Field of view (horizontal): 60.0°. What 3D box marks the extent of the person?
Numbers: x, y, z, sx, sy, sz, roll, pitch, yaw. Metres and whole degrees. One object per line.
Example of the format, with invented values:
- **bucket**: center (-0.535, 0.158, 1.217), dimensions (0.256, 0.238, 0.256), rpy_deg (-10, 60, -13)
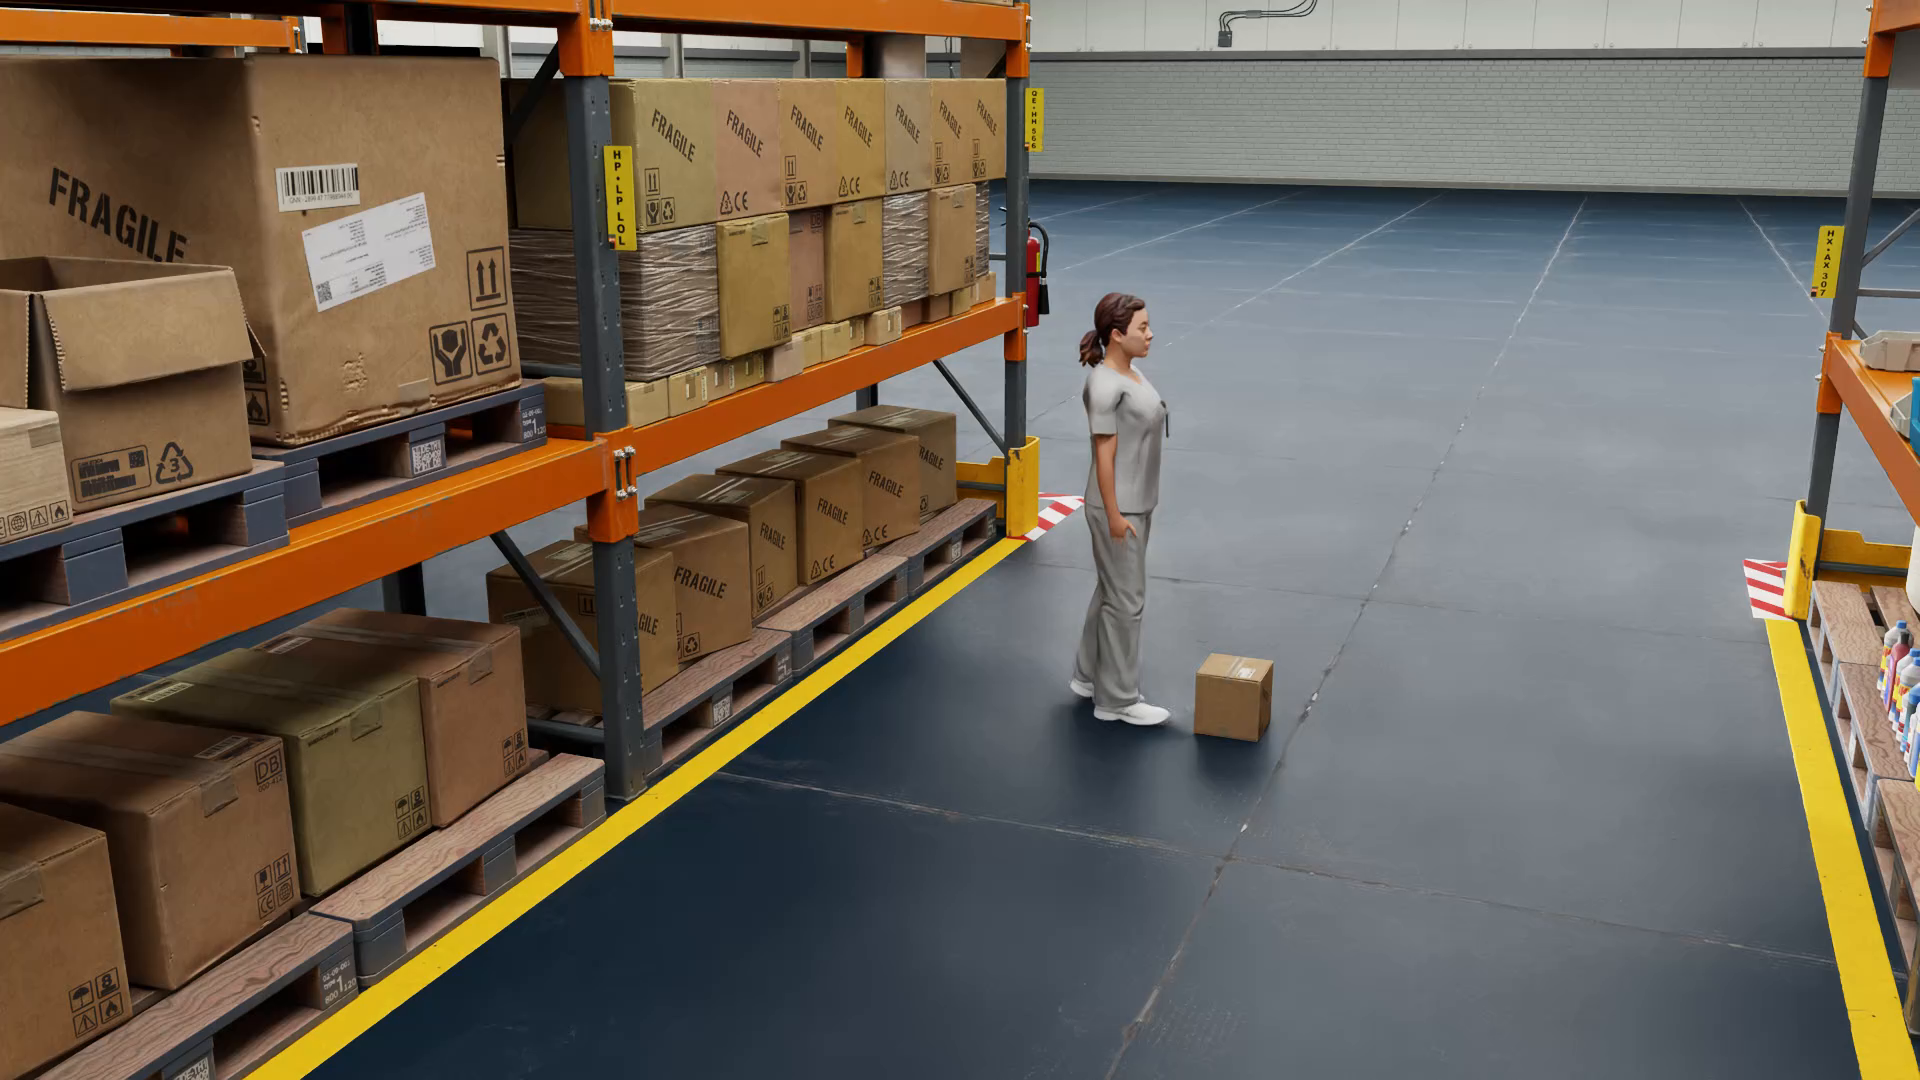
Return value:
- **person**: center (0.637, -0.103, 6.464), dimensions (0.467, 1.704, 0.441), rpy_deg (6, 17, 22)
